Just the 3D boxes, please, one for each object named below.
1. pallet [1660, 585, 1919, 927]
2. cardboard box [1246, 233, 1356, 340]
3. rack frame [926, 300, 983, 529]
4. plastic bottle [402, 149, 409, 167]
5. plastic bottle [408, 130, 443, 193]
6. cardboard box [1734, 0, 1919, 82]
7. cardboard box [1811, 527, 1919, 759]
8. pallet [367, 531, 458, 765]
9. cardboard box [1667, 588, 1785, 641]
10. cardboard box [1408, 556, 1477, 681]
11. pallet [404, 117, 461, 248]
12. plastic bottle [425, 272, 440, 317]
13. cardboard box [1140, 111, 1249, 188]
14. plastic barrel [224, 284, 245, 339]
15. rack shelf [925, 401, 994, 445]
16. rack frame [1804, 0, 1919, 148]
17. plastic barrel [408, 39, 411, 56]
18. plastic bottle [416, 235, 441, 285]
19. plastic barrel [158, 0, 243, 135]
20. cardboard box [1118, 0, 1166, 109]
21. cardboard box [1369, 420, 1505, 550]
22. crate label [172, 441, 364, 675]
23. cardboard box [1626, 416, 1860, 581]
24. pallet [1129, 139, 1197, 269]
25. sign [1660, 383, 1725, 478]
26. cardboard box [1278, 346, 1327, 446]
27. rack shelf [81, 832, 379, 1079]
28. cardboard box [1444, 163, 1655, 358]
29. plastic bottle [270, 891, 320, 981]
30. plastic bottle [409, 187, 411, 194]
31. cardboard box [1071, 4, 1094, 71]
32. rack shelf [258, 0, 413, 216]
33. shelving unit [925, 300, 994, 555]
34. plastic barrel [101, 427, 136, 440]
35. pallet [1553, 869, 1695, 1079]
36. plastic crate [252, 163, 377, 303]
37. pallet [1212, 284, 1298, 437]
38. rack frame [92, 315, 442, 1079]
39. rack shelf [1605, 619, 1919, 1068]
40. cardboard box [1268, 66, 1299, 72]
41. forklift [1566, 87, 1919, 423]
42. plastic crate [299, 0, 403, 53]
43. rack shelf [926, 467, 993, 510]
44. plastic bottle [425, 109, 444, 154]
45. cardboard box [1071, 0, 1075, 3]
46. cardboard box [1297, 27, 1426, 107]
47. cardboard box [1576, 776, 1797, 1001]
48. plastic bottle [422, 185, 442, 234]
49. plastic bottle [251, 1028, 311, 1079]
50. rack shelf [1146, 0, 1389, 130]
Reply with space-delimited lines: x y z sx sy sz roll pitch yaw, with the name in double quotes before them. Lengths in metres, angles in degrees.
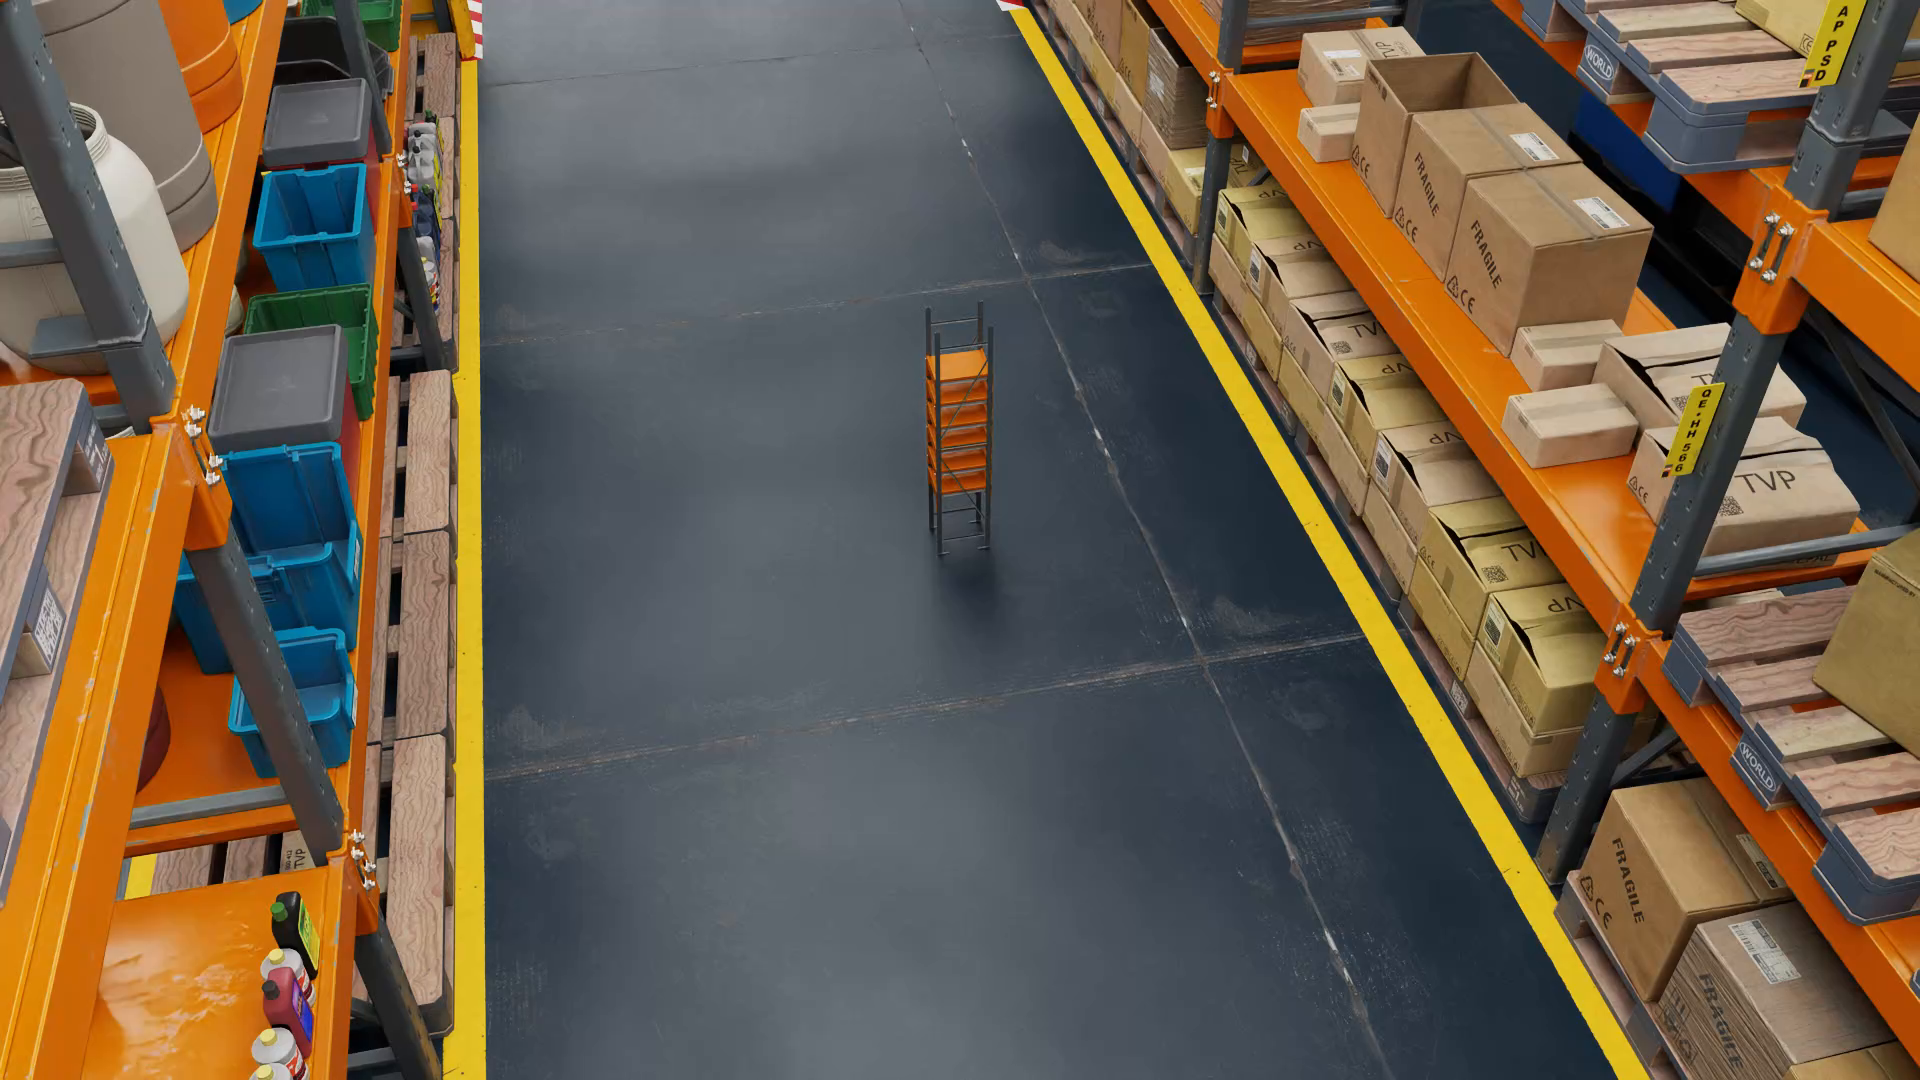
"pallet" 2.848 0.542 4.806 1.213 0.211 1.003 -8 42 -9
"cardboard box" 1.718 -1.262 8.026 0.500 0.311 0.500 -9 42 -10
"rack frame" -0.023 -0.517 7.211 0.240 1.200 0.006 -8 42 -9
"plastic bottle" -3.167 -2.141 9.460 0.097 0.201 0.097 0 42 0
"plastic bottle" -3.010 -2.120 9.324 0.144 0.351 0.185 -7 42 -8
"cardboard box" 2.480 -1.468 4.463 0.500 0.250 0.500 -11 43 -12
"cardboard box" 2.879 0.238 4.612 0.700 0.500 0.500 -22 46 -23
"pallet" -2.594 0.494 6.816 1.003 0.211 1.213 -8 42 -9
"cardboard box" 2.807 0.321 6.243 0.500 0.311 0.500 -7 42 -8
"cardboard box" 2.166 0.272 6.720 0.500 0.250 0.500 -9 42 -10
"pallet" -3.439 -2.036 9.666 1.003 0.211 1.213 -8 42 -9
"plastic bottle" -2.709 -1.258 8.414 0.097 0.271 0.097 0 42 0
"cardboard box" 1.358 -2.276 9.591 0.500 0.250 0.500 -8 42 -9
"plastic barrel" -2.932 -0.913 6.405 0.301 0.262 0.301 0 42 0
"rack shelf" -0.003 -0.515 7.094 0.258 0.103 0.180 -8 42 -9
"rack frame" 2.633 -2.203 3.235 1.000 3.000 0.127 -8 42 -9
"plastic barrel" -3.715 -3.249 10.490 0.421 0.512 0.421 0 42 0
"plastic bottle" -2.805 -1.466 8.644 0.152 0.276 0.135 -7 42 -8
"plastic barrel" -2.311 -1.522 4.404 0.600 0.830 0.708 -8 42 -9
"cardboard box" 1.248 -2.880 9.707 0.500 0.500 0.500 -8 42 -9
"cardboard box" 2.055 -0.266 6.904 0.500 0.311 0.500 -9 42 -10
"crate label" -2.155 0.052 5.187 0.502 0.435 0.616 -8 42 -9
"cardboard box" 2.597 -0.168 5.529 0.500 0.311 0.500 -6 42 -7
"pallet" 1.639 -2.031 9.660 1.003 0.211 1.213 -8 42 -9
"sign" 2.092 -0.311 4.750 0.100 0.325 0.005 -8 42 -9
"cardboard box" 1.838 -0.717 7.835 0.500 0.250 0.500 -10 42 -11
"rack shelf" -1.773 2.313 3.208 1.077 0.370 4.000 -8 42 -9
"cardboard box" 2.255 -1.082 6.416 0.500 0.500 0.500 -10 43 -12
"plastic bottle" -1.701 0.993 4.242 0.061 0.283 0.133 -8 42 -9
"plastic bottle" -2.946 -1.784 9.006 0.097 0.271 0.097 0 42 0
"cardboard box" 1.024 -3.246 10.684 0.500 0.250 0.500 -8 42 -9
"rack shelf" -3.500 -2.872 9.050 1.077 0.370 4.000 -8 42 -9
"shelving unit" -0.003 -0.458 7.144 0.258 1.200 0.189 -8 42 -9
"plastic barrel" -2.726 -0.203 5.417 0.421 0.512 0.421 0 42 0
"pallet" 2.757 1.573 5.601 1.003 0.211 1.213 -8 42 -9
"plastic crate" -2.526 -1.168 6.600 0.392 0.384 0.575 -8 42 -9
"pallet" 1.967 -1.037 8.541 1.003 0.211 1.213 -8 42 -9
"rack frame" -2.205 0.748 4.430 1.000 3.000 0.127 -8 42 -9
"rack shelf" 3.065 1.606 4.005 1.077 0.370 4.000 -8 42 -9
"cardboard box" 1.975 -2.307 9.061 0.500 0.500 0.500 -8 42 -9
"forklift" 4.484 -2.455 8.089 1.130 2.935 3.031 -11 43 -12
"plastic crate" -3.085 -2.686 8.458 0.450 0.188 0.662 -8 42 -9
"rack shelf" -0.003 -0.245 7.333 0.258 0.103 0.180 -8 42 -9
"plastic bottle" -3.064 -2.386 9.674 0.061 0.283 0.133 -7 42 -8
"cardboard box" 0.914 -3.851 10.800 0.500 0.500 0.500 -8 42 -9
"cardboard box" 1.918 -2.183 7.845 0.500 0.250 0.500 -6 42 -7
"cardboard box" 2.452 1.147 5.532 0.500 0.500 0.500 -7 42 -7
"plastic bottle" -2.873 -1.812 9.028 0.061 0.283 0.133 -7 42 -7
"plastic bottle" -1.644 1.250 4.013 0.097 0.201 0.097 0 42 0
"rack shelf" 1.338 -3.580 9.847 1.077 0.370 4.000 -8 42 -9
